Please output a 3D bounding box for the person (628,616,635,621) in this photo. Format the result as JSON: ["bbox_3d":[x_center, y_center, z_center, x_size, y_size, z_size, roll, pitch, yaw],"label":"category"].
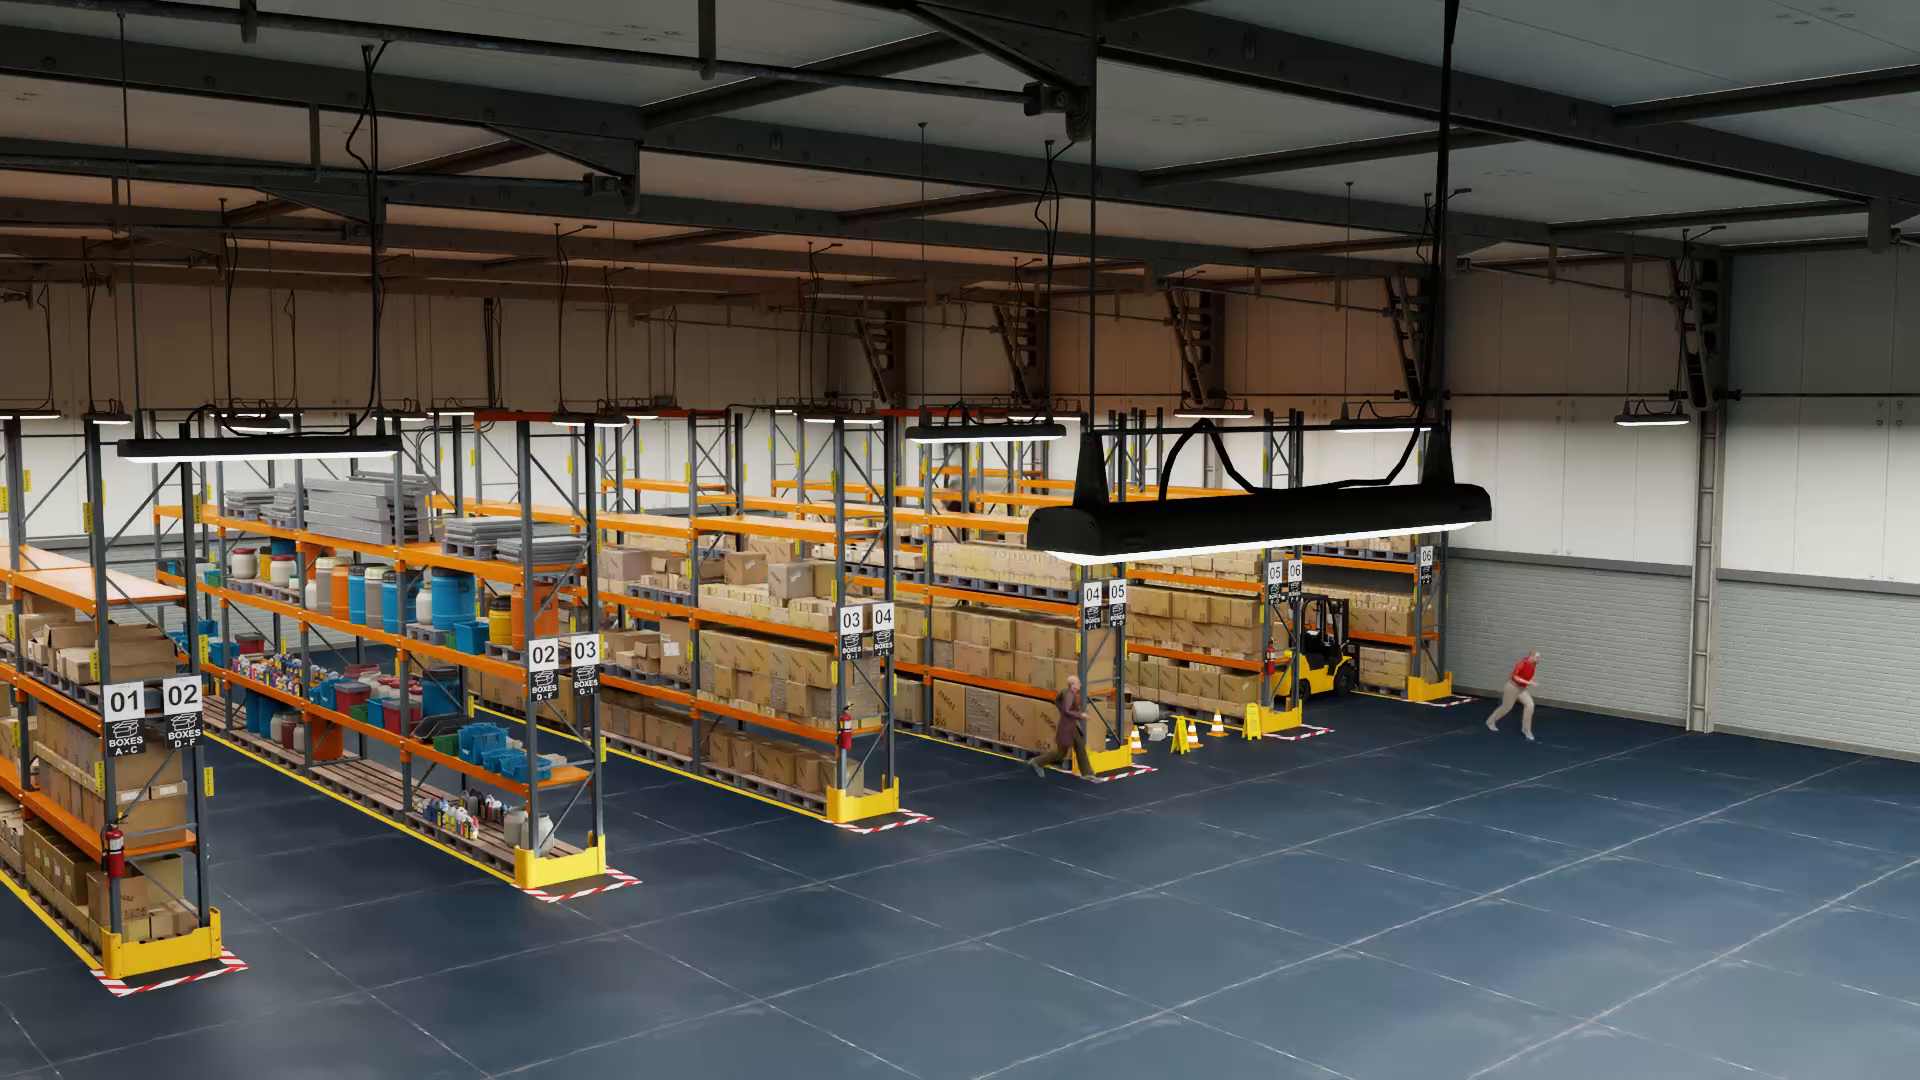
[{"bbox_3d":[-8.228,1.902,41.375,0.745,1.615,0.653,0,5,-5],"label":"person"}]

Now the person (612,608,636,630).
[{"bbox_3d":[-7.328,2.309,36.526,0.553,1.637,0.561,-4,6,-37],"label":"person"}]

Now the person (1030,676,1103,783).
[{"bbox_3d":[1.731,3.076,26.973,1.184,1.765,0.722,1,5,7],"label":"person"}]

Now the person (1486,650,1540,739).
[{"bbox_3d":[10.267,2.842,30.853,1.007,1.697,0.708,5,7,43],"label":"person"}]
